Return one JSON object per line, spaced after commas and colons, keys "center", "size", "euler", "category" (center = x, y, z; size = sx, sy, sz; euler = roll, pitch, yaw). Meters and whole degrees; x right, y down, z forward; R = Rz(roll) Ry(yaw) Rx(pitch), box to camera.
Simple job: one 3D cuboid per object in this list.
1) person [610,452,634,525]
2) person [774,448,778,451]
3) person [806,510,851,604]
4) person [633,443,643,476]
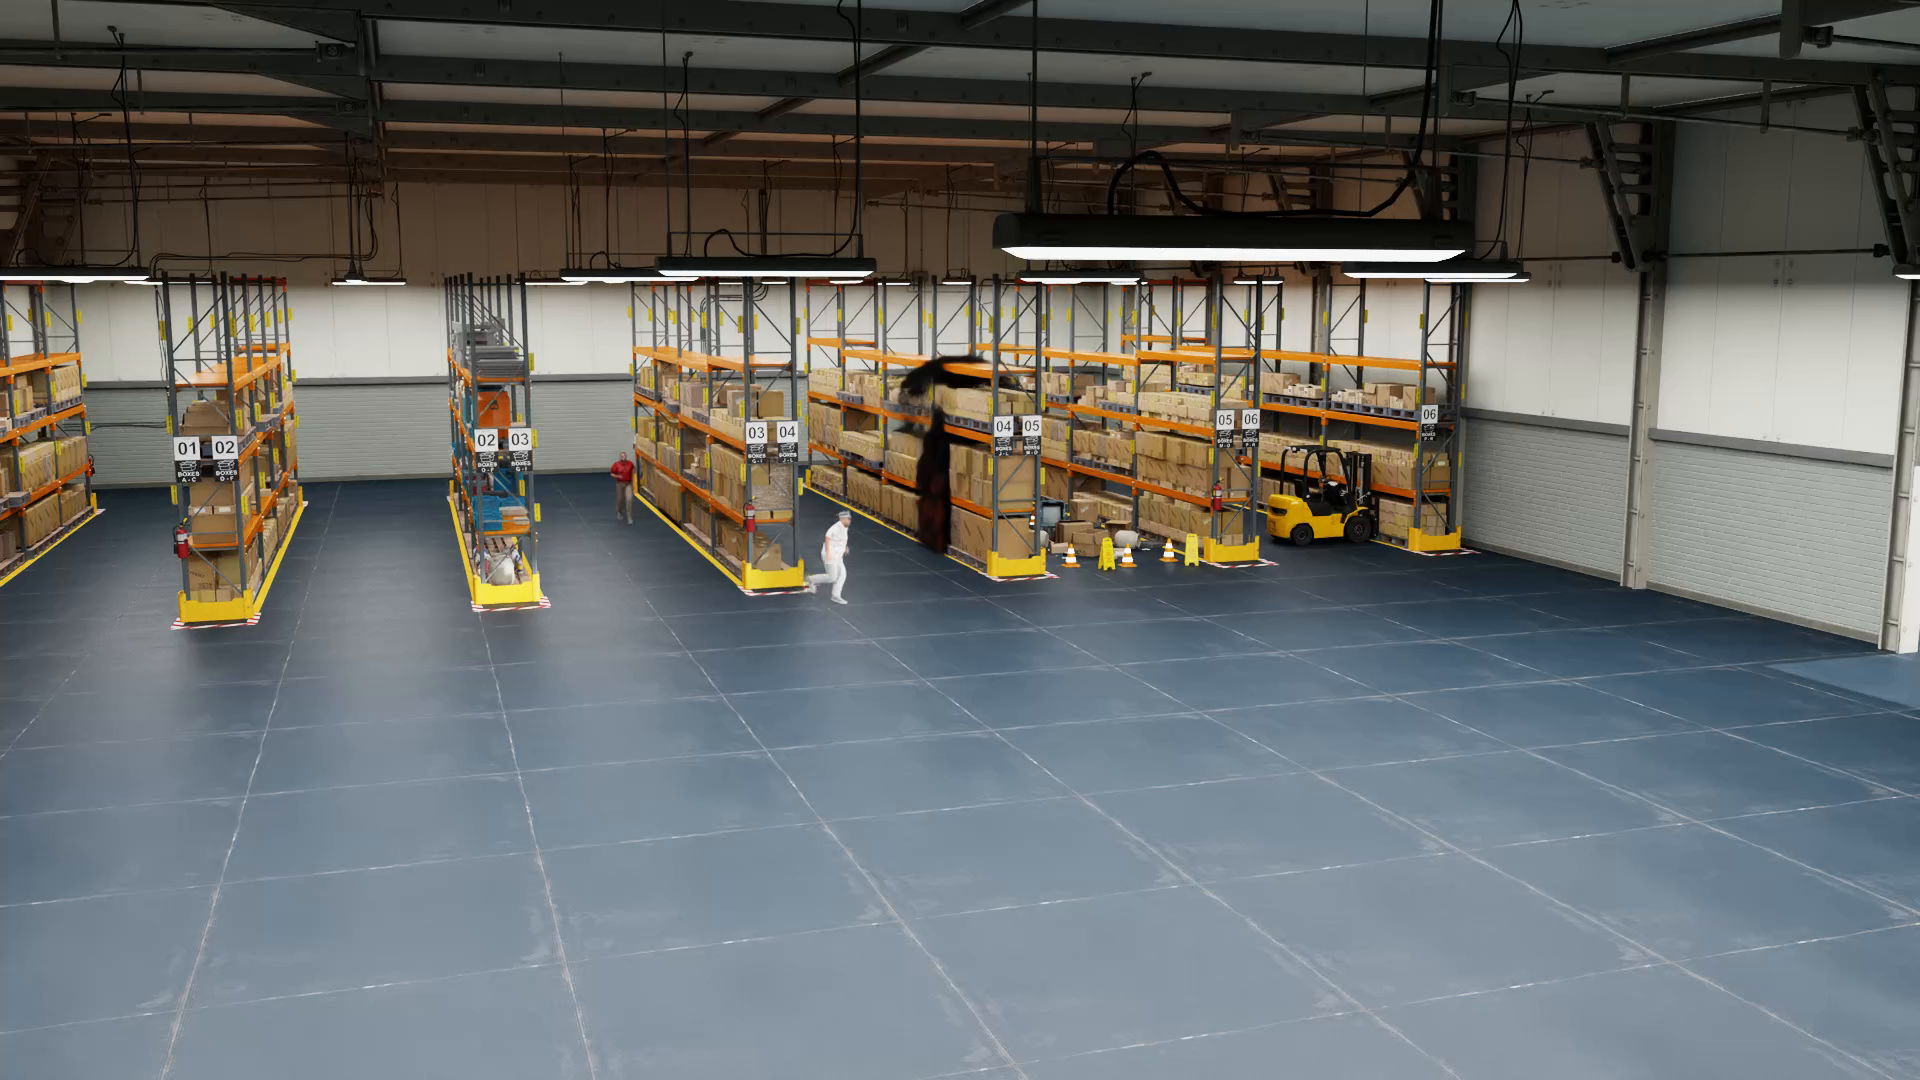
{"center": [-8.291, -1.298, 40.938], "size": [0.608, 1.767, 0.909], "euler": [-3, 9, -17], "category": "person"}
{"center": [-4.780, -1.977, 45.405], "size": [0.696, 1.759, 0.950], "euler": [-2, 9, -10], "category": "person"}
{"center": [-2.385, 0.301, 30.344], "size": [0.856, 1.719, 0.663], "euler": [1, 9, 7], "category": "person"}
{"center": [-9.140, -2.417, 48.172], "size": [0.853, 1.775, 0.698], "euler": [1, 9, 7], "category": "person"}
